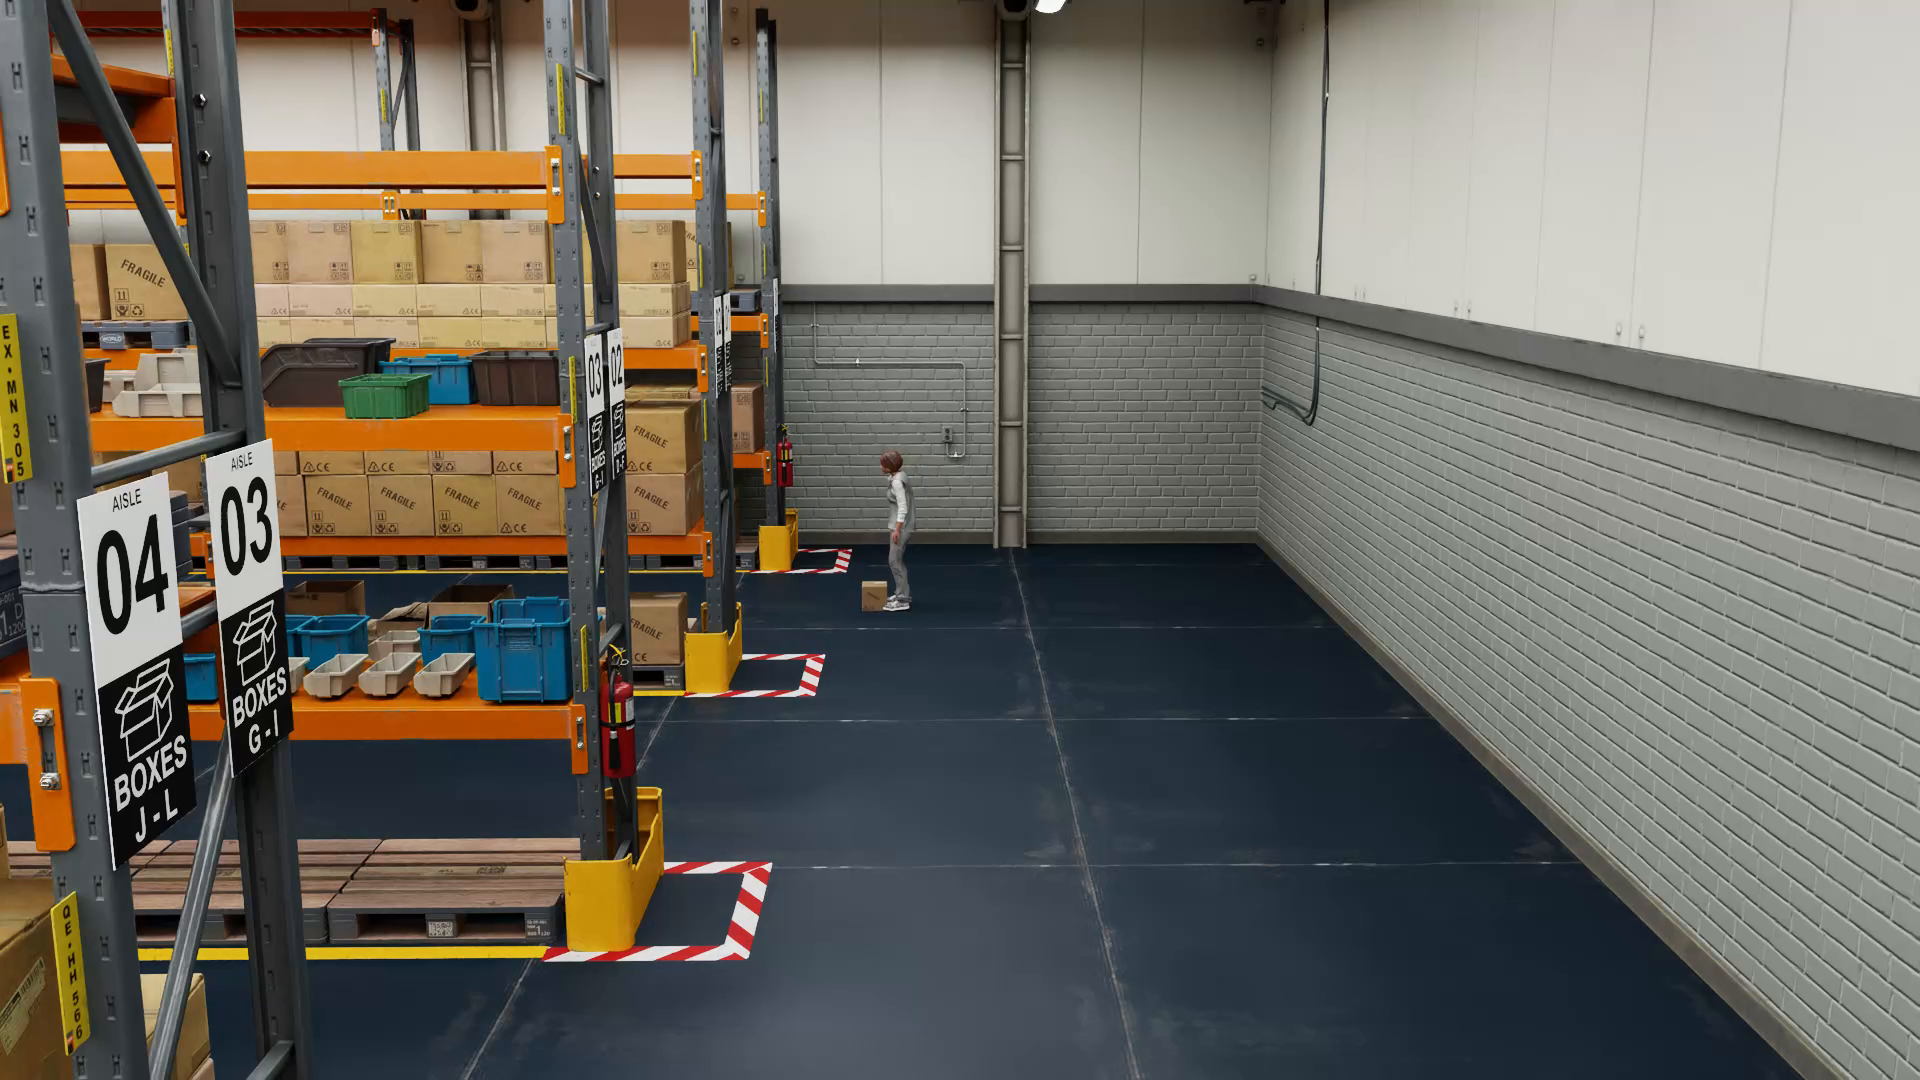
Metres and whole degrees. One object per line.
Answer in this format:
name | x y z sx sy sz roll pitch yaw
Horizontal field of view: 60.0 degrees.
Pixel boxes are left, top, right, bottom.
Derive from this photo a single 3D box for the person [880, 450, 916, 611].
person | -0.614 -0.101 16.493 0.347 1.592 0.483 -1 11 -5
